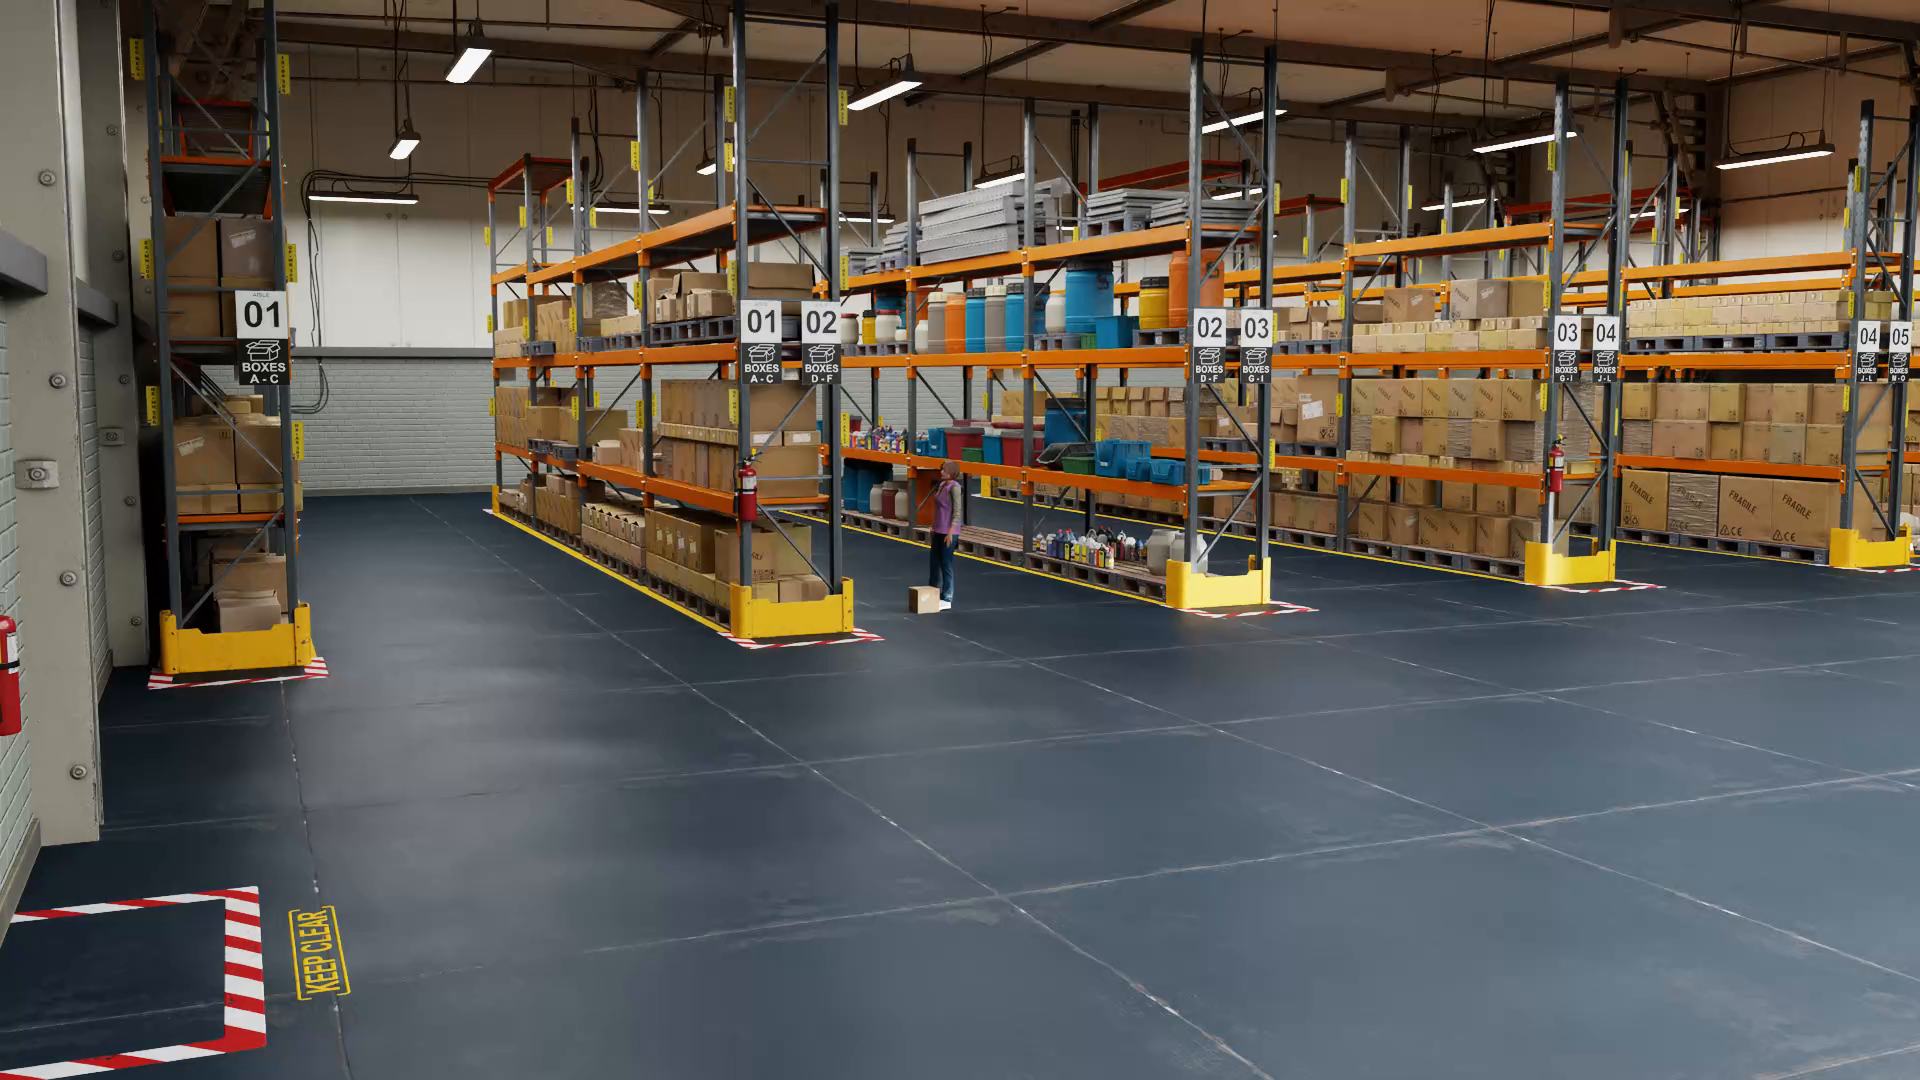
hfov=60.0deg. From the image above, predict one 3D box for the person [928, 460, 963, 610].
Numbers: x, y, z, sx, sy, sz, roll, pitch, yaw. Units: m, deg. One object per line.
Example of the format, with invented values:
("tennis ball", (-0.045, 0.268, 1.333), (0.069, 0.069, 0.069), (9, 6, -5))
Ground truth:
("person", (-0.228, -0.056, 17.684), (0.473, 1.599, 0.519), (-2, 6, -24))
